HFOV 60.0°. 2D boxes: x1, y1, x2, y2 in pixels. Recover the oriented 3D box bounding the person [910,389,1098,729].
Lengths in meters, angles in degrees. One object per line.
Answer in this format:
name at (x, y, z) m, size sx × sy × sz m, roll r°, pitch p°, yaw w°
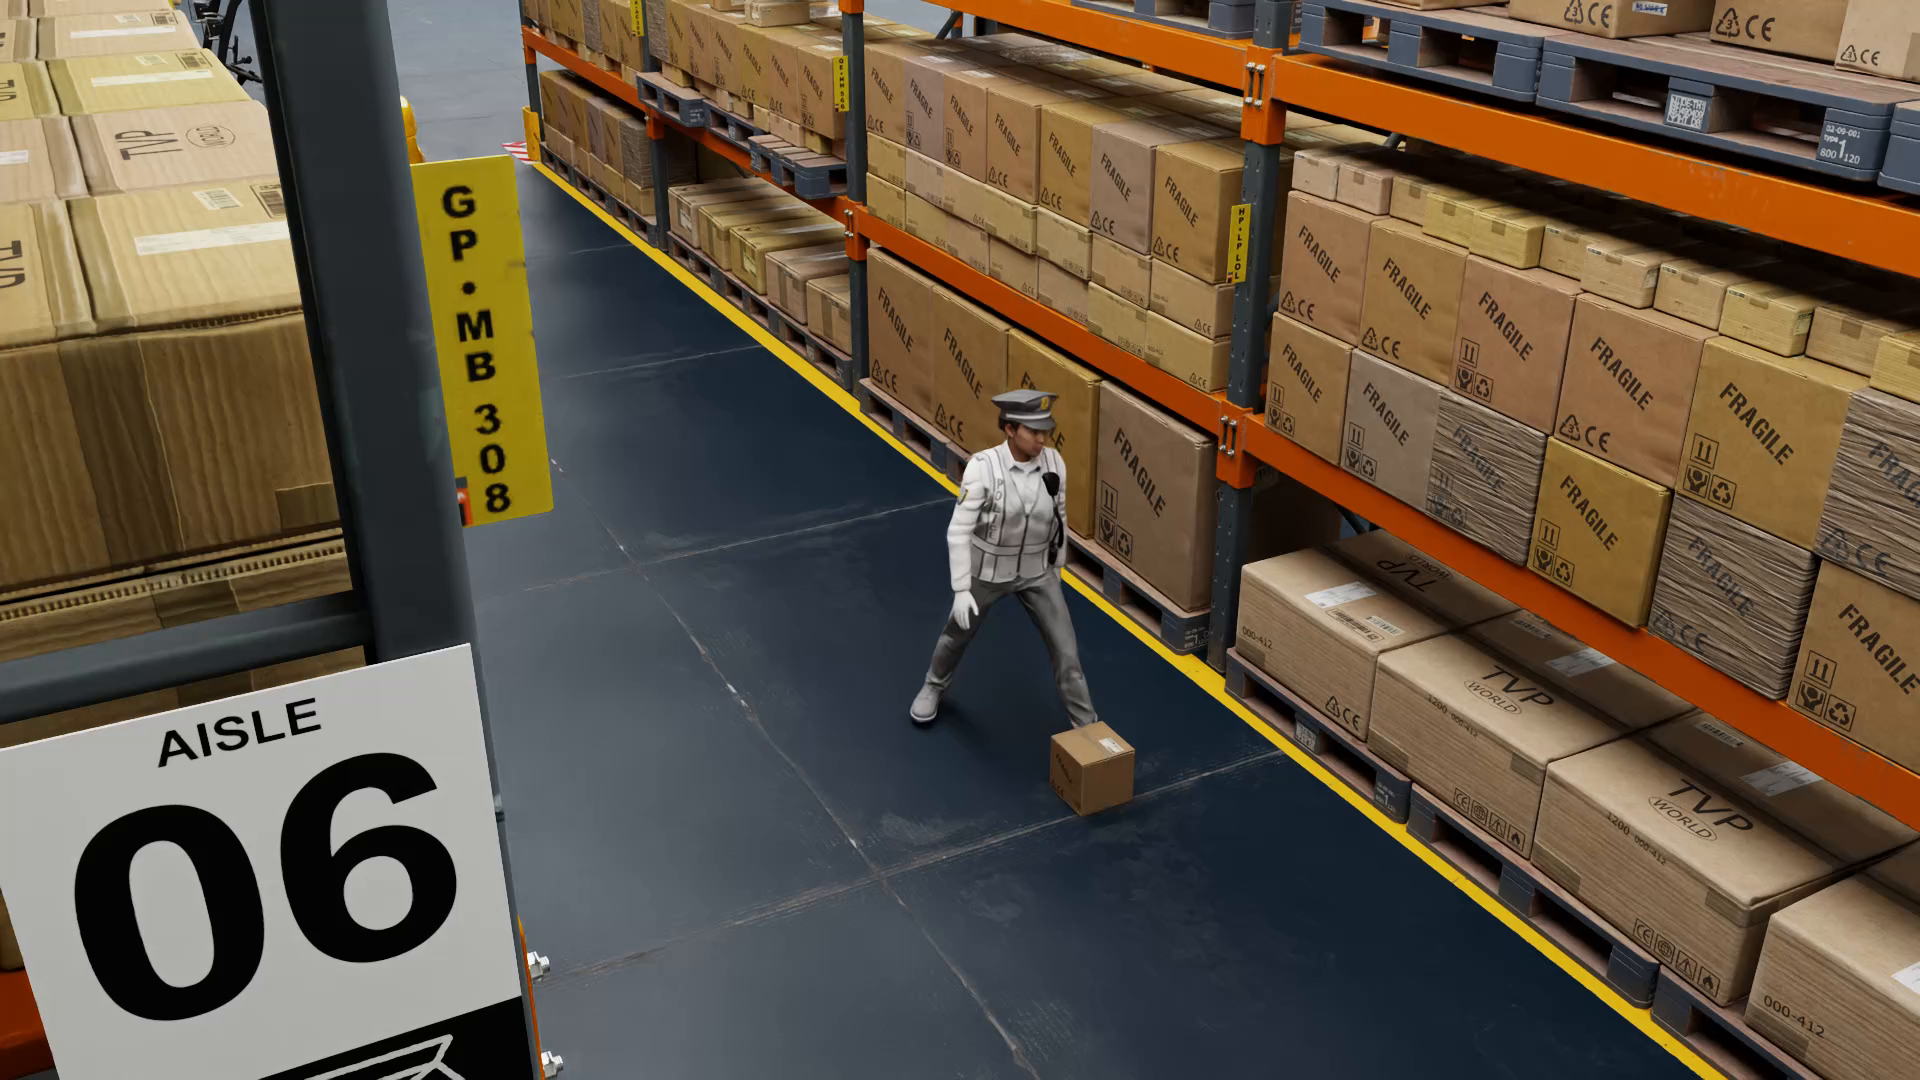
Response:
person at (0.225, 0.127, 6.849) m, size 0.762 × 1.610 × 0.912 m, roll -8°, pitch 27°, yaw -15°
